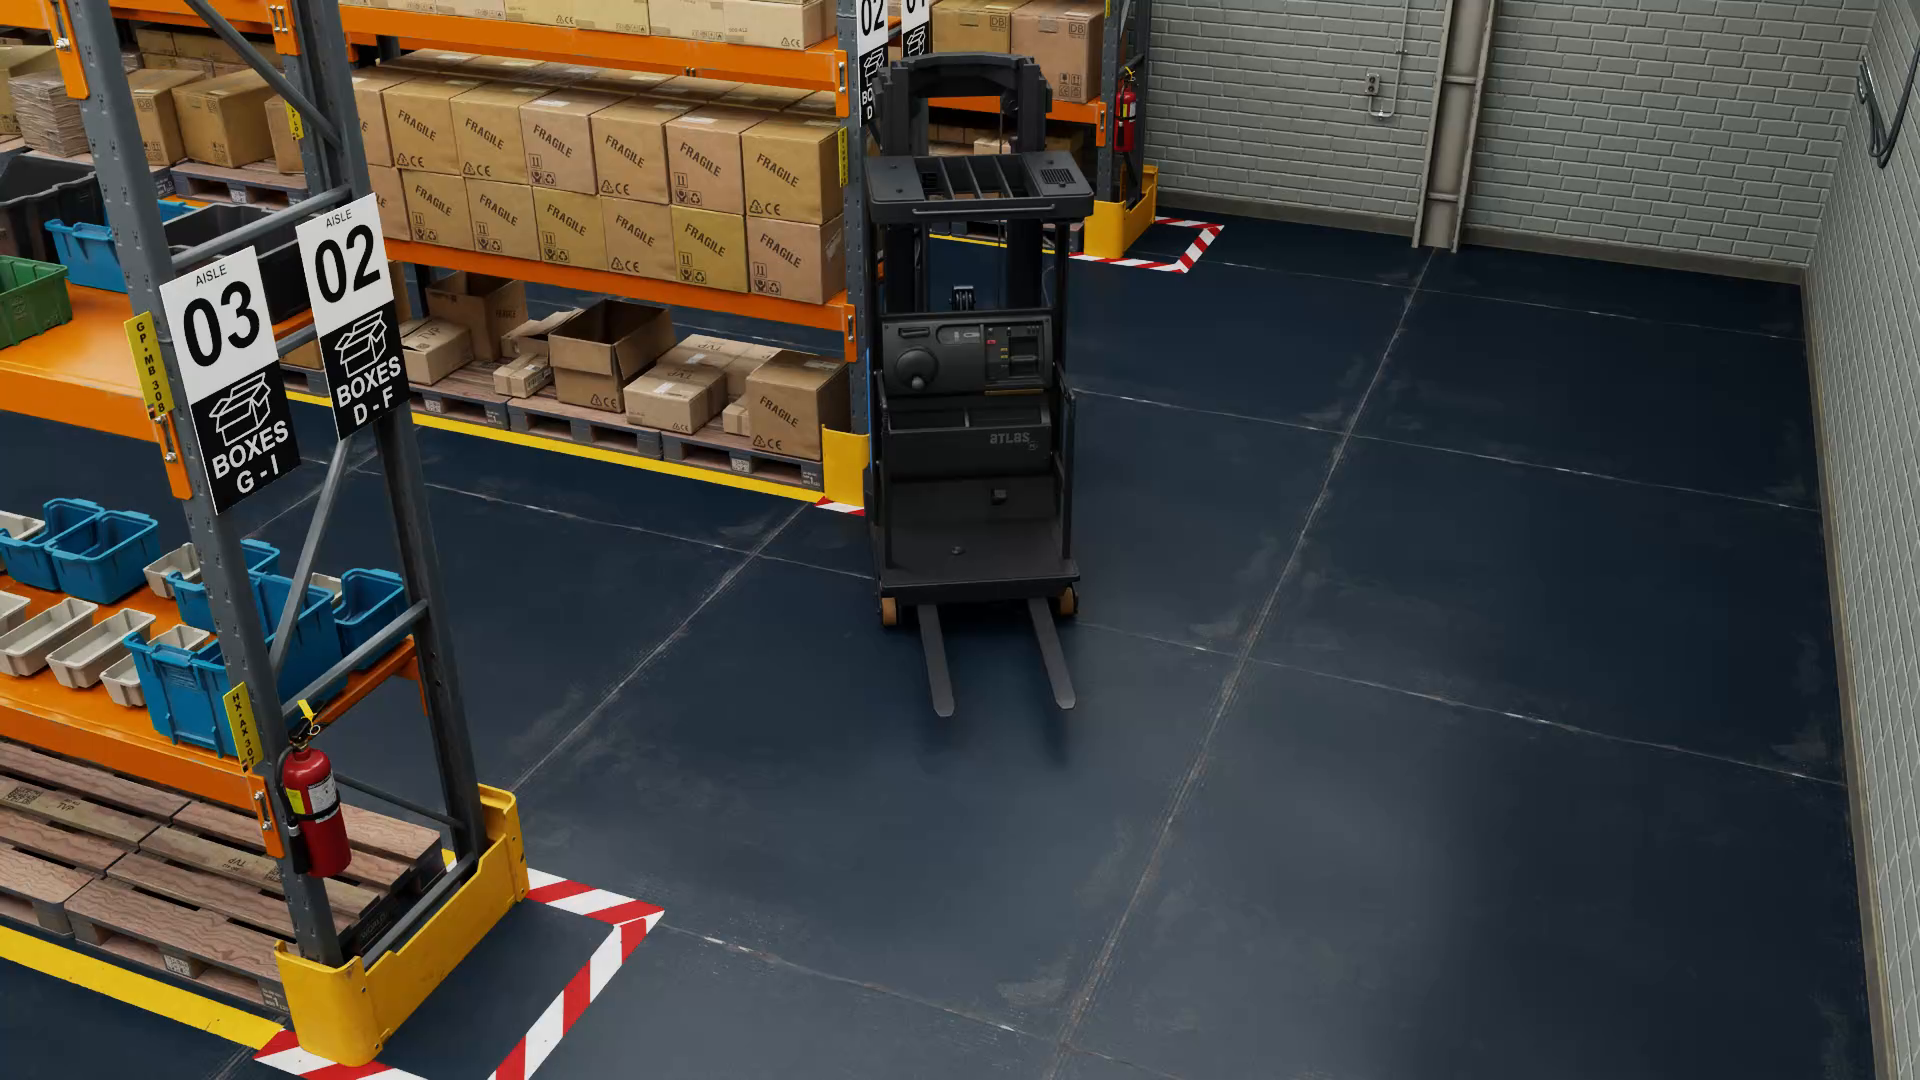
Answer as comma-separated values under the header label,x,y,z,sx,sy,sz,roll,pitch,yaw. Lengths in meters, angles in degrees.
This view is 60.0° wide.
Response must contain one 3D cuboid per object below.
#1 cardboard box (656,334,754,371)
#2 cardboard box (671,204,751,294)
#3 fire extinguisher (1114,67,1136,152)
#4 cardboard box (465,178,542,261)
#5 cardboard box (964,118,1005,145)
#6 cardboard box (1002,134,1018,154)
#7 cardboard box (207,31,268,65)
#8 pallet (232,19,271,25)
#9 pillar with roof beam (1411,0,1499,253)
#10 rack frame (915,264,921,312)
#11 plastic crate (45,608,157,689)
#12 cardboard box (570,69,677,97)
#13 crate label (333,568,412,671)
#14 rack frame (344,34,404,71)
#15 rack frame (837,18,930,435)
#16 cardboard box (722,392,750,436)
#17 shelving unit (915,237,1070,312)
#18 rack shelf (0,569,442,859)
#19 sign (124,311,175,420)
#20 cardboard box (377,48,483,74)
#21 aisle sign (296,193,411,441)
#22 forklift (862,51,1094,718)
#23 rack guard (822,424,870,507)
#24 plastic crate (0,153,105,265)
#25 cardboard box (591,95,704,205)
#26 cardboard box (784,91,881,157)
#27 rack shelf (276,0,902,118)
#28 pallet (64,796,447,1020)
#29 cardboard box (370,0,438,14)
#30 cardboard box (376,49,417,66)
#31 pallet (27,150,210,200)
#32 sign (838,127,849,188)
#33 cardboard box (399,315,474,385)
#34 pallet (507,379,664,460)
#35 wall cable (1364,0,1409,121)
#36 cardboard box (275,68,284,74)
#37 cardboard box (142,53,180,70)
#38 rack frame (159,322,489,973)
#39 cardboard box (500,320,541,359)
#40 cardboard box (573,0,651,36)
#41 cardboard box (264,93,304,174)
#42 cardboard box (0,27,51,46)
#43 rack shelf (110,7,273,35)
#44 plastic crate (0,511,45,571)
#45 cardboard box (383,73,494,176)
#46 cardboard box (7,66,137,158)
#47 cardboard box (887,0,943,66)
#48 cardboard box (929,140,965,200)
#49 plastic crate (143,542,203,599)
label,x,y,z,sx,sy,sz,roll,pitch,yaw
cardboard box,-1.760,-1.196,11.576,0.500,0.250,0.500,11,31,19
cardboard box,-1.436,-1.883,10.343,0.500,0.500,0.500,12,31,20
fire extinguisher,1.389,-3.612,13.960,0.183,0.674,0.296,11,31,19
cardboard box,-2.835,-2.165,10.841,0.500,0.500,0.500,11,31,19
cardboard box,0.226,-3.715,15.140,0.250,0.149,0.380,12,31,20
cardboard box,0.549,-3.448,14.667,0.250,0.149,0.380,11,31,19
cardboard box,-7.660,-5.292,17.807,0.500,0.250,0.500,11,31,19
pallet,-6.691,-5.526,17.084,1.003,0.211,1.213,11,31,19
pillar with roof beam,2.631,-4.590,9.136,0.400,9.000,9.100,11,31,19
rack frame,-0.378,-1.156,10.639,0.032,1.500,0.500,-13,37,-22
plastic crate,-3.389,0.431,6.557,0.243,0.136,0.396,11,31,19
cardboard box,-2.168,-2.749,10.860,0.500,0.500,0.500,11,31,19
crate label,-2.407,0.322,6.652,0.303,0.233,0.416,11,31,19
rack frame,-5.990,-5.526,16.890,0.127,3.000,1.000,11,31,19
rack frame,-0.436,-1.787,10.274,0.127,3.000,1.000,11,31,19
cardboard box,-1.374,-0.849,11.047,0.250,0.166,0.380,11,31,19
shelving unit,0.082,-1.263,10.829,1.048,1.500,0.538,-13,37,-22
rack shelf,-4.155,0.414,7.111,4.000,0.370,1.077,11,31,19
sign,-2.494,-0.535,5.118,0.005,0.325,0.100,11,31,19
cardboard box,-3.577,-3.030,11.356,0.500,0.500,0.500,11,31,19
aisle sign,-2.124,-0.783,5.856,0.004,0.787,0.394,11,31,19
forklift,0.068,-0.971,8.901,1.130,2.935,3.031,-3,30,-5
rack guard,-0.507,-0.713,10.914,0.348,0.500,1.175,11,31,19
plastic crate,-3.614,-1.216,6.278,0.767,0.338,0.504,11,31,19
cardboard box,-1.903,-2.409,10.258,0.500,0.500,0.500,12,32,20
cardboard box,-0.748,-2.468,10.361,0.500,0.500,0.500,12,32,21
rack shelf,-2.289,-3.149,10.368,4.000,0.370,1.077,11,31,19
pallet,-3.052,1.515,7.267,1.213,0.211,1.003,11,31,19
cardboard box,-3.323,-3.470,10.356,0.500,0.250,0.500,11,31,19
cardboard box,-5.358,-4.577,16.969,0.750,0.750,0.750,11,31,18
pallet,-6.045,-2.826,12.307,1.213,0.211,1.003,11,31,19
sign,-0.663,-2.179,9.470,0.005,0.325,0.100,11,31,19
cardboard box,-3.835,-1.371,11.825,0.500,0.311,0.500,11,31,19
pallet,-2.372,-0.960,11.646,1.213,0.211,1.003,11,31,19
wall cable,2.965,-4.683,14.365,1.851,1.984,0.084,11,31,19
cardboard box,-7.111,-4.887,17.853,0.500,0.500,0.700,11,31,19
cardboard box,-8.511,-5.168,18.350,0.500,0.500,0.700,11,31,18
rack frame,-2.302,0.471,6.279,0.127,3.000,1.000,11,31,19
cardboard box,-3.138,-1.459,12.145,0.250,0.149,0.380,11,31,19
cardboard box,-1.939,-3.186,9.854,0.500,0.250,0.500,11,31,19
cardboard box,-4.498,-2.943,11.791,0.500,0.500,0.700,1,30,2
cardboard box,-10.674,-5.543,19.013,0.500,0.500,0.500,9,31,15
rack shelf,-7.844,-5.583,17.721,4.000,0.370,1.077,11,31,19
plastic crate,-4.282,0.005,7.311,0.466,0.136,0.293,11,31,19
cardboard box,-3.334,-2.695,10.763,0.500,0.500,0.500,10,31,18
cardboard box,-6.448,-3.172,12.196,0.500,0.500,0.700,18,34,28
cardboard box,-0.435,-4.541,14.842,0.700,0.700,0.980,10,31,17
cardboard box,-0.193,-3.410,15.259,0.500,0.500,0.700,10,31,17
plastic crate,-3.302,0.141,7.070,0.298,0.136,0.250,11,31,19
